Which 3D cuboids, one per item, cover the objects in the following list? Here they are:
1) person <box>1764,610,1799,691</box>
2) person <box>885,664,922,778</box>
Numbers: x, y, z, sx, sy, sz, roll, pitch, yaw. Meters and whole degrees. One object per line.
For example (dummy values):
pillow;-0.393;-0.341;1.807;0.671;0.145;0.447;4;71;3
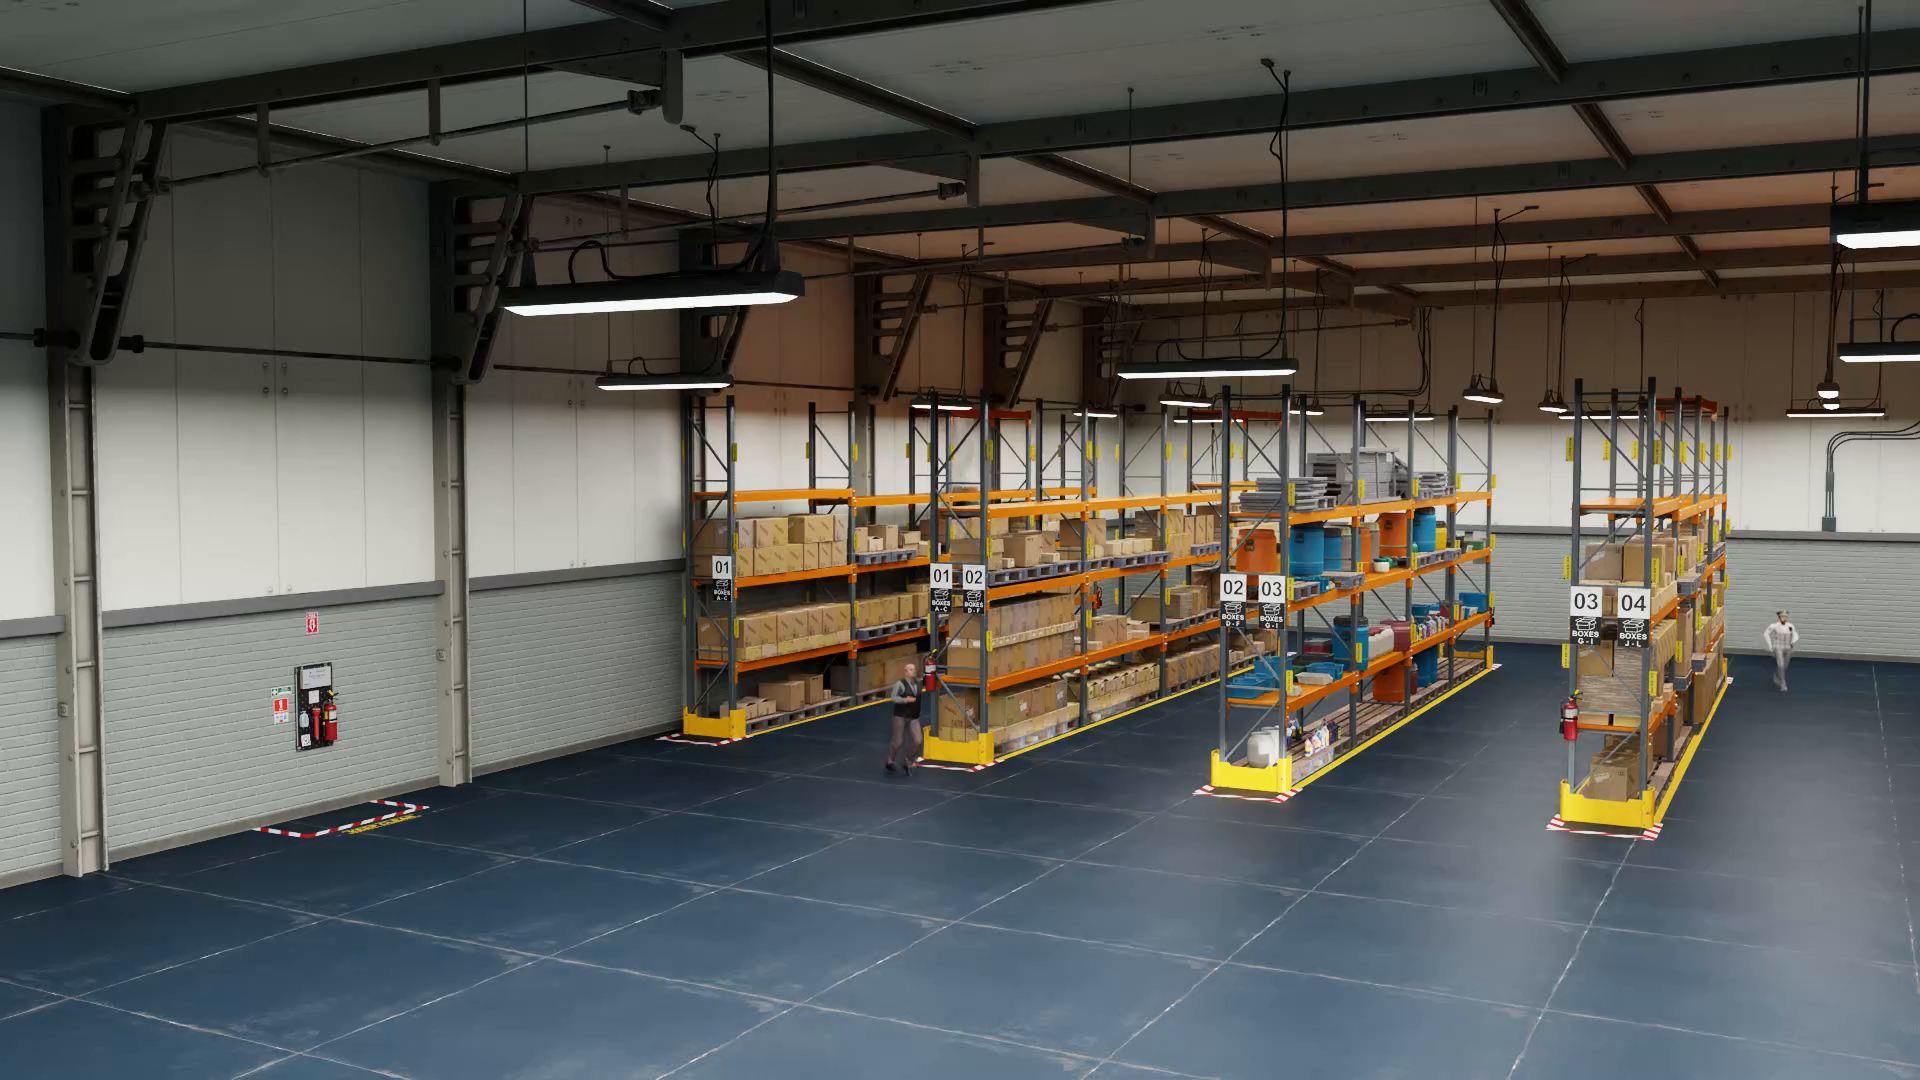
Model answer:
person;17.410;2.326;35.222;0.652;1.704;0.819;0;3;8
person;-0.804;2.804;25.788;0.656;1.777;0.742;-2;4;-31
